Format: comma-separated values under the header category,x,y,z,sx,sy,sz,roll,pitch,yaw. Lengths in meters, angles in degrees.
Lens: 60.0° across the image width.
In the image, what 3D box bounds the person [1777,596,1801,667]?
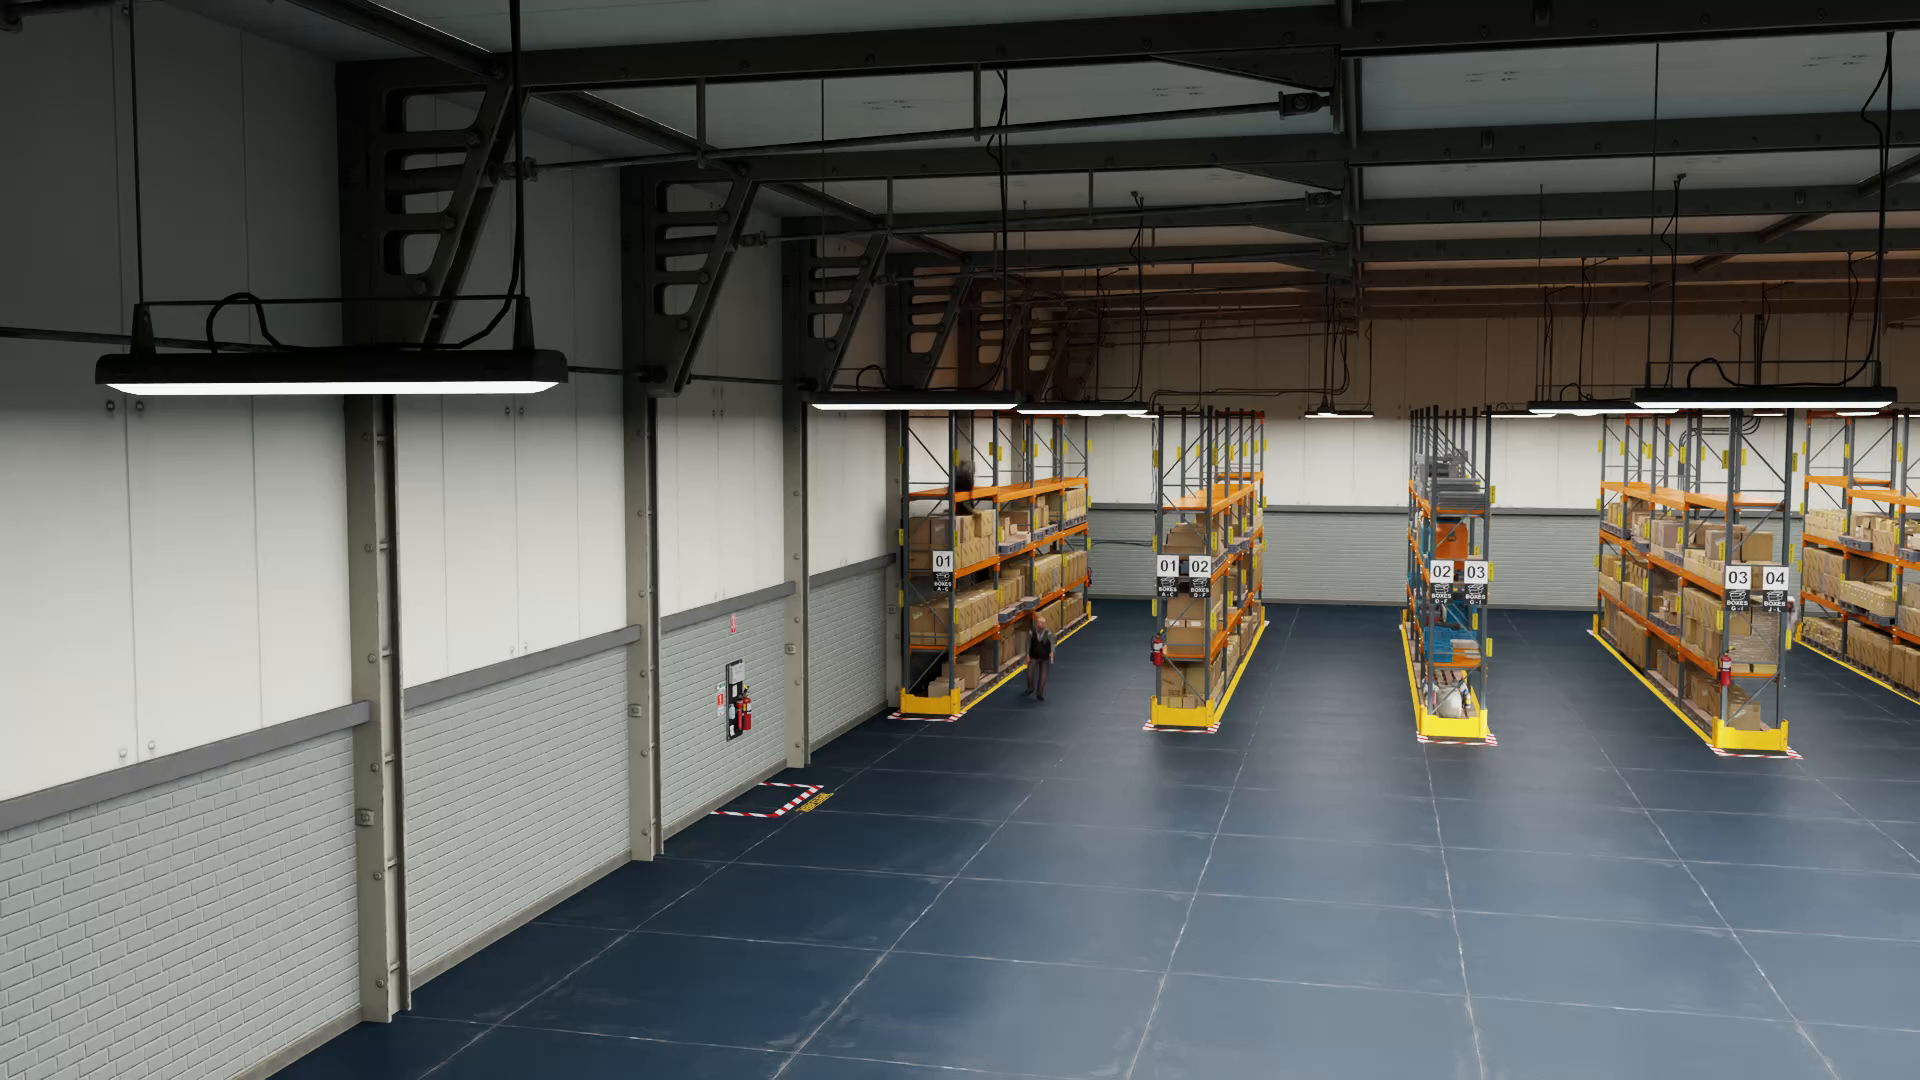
category,x,y,z,sx,sy,sz,roll,pitch,yaw
person,19.074,2.127,38.397,0.630,1.697,0.730,0,4,-3

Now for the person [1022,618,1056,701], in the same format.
category,x,y,z,sx,sy,sz,roll,pitch,yaw
person,1.609,2.442,33.956,0.698,1.711,0.652,0,4,2
